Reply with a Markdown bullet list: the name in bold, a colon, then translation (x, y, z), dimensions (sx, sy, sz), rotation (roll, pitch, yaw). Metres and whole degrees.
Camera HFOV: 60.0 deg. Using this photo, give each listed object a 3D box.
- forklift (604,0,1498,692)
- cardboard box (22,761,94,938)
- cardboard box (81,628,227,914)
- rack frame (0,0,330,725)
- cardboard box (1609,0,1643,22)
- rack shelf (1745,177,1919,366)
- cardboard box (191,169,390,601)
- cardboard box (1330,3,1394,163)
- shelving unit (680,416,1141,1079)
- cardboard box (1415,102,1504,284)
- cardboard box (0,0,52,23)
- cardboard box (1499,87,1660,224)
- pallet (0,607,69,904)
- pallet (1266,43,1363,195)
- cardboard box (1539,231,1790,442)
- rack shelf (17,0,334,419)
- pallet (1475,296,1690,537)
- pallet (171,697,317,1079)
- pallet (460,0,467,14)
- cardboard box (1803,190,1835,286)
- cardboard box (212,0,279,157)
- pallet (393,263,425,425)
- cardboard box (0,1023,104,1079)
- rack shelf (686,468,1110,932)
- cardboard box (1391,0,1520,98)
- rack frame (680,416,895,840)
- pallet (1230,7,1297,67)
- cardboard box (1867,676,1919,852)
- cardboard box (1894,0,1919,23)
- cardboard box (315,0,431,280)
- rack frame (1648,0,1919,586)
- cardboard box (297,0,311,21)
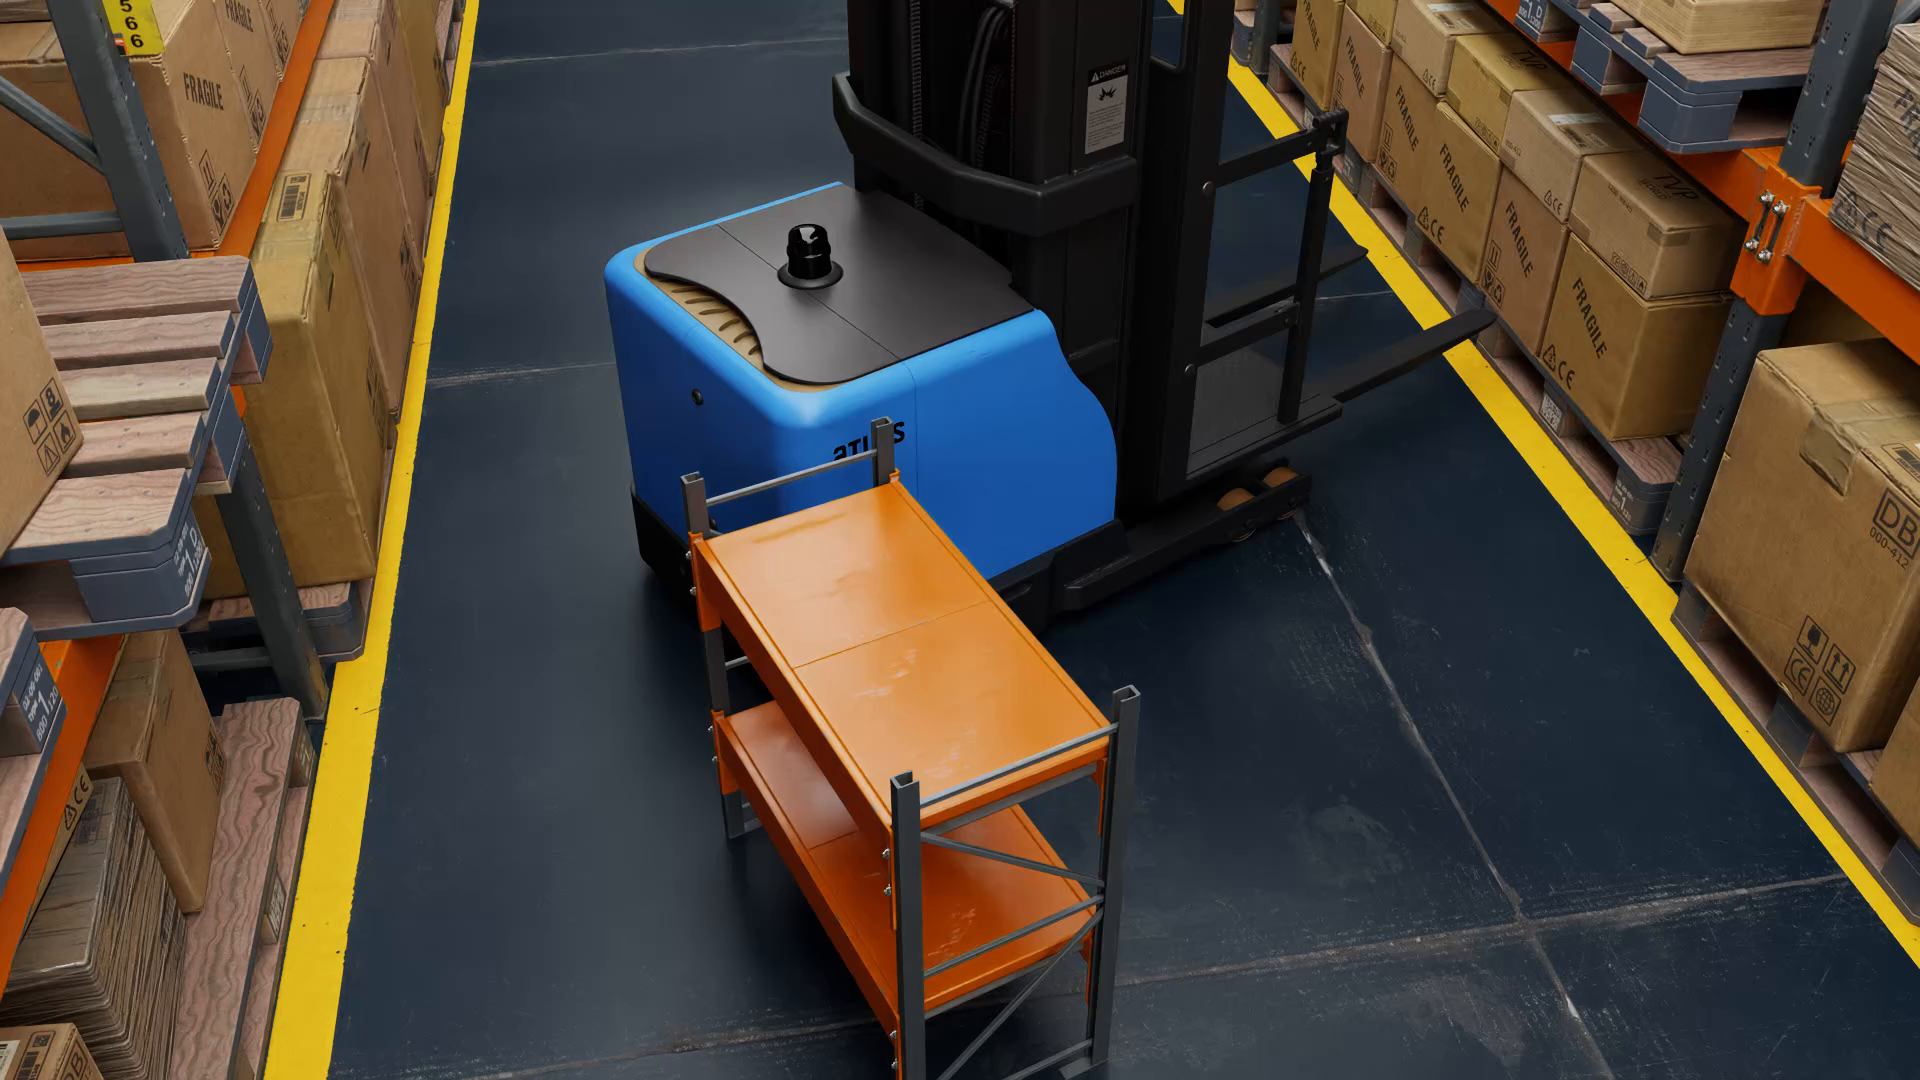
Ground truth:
- **forklift**: translation (0.503, -1.388, 4.648), dimensions (3.031, 2.935, 1.130), rotation (-25, 44, -28)
- **cardboard box**: translation (-2.011, 0.574, 3.134), dimensions (0.500, 0.250, 0.500), rotation (-2, 38, -3)
- **cardboard box**: translation (-2.123, 0.552, 3.773), dimensions (0.700, 0.500, 0.500), rotation (-8, 39, -10)
- **rack frame**: translation (-2.261, -0.664, 3.660), dimensions (1.000, 3.000, 0.127), rotation (-6, 38, -8)
- **cardboard box**: translation (2.059, -1.602, 4.729), dimensions (0.380, 0.149, 0.250), rotation (-6, 38, -8)
- **rack shelf**: translation (2.991, 0.356, 2.933), dimensions (1.077, 0.370, 4.000), rotation (-6, 38, -8)
- **cardboard box**: translation (-2.361, -0.410, 4.722), dimensions (1.225, 0.875, 0.875), rotation (-8, 39, -10)
- **cardboard box**: translation (1.902, -1.937, 6.993), dimensions (0.500, 0.500, 0.500), rotation (-5, 38, -6)
- **shelving unit**: translation (-0.136, 0.518, 3.667), dimensions (0.538, 1.125, 1.048), rotation (-18, 41, -22)
- **cardboard box**: translation (2.071, -1.316, 6.194), dimensions (0.500, 0.500, 0.500), rotation (-8, 39, -10)
- **cardboard box**: translation (-2.373, -1.543, 3.892), dimensions (0.797, 0.503, 0.637), rotation (-5, 38, -6)
- **cardboard box**: translation (2.163, -1.300, 5.562), dimensions (0.500, 0.250, 0.500), rotation (-6, 38, -7)
- **pallet**: translation (-1.873, 0.603, 2.185), dimensions (1.003, 0.211, 1.213), rotation (-6, 38, -8)
- **pallet**: translation (2.077, -1.981, 7.628), dimensions (1.003, 0.211, 1.213), rotation (-6, 38, -8)
- **cardboard box**: translation (2.267, -0.684, 5.381), dimensions (0.500, 0.500, 0.500), rotation (-6, 38, -8)
- **rack shelf**: translation (-2.611, -1.588, 5.435), dimensions (1.077, 0.370, 4.000), rotation (-6, 38, -8)
- **pallet**: translation (2.505, -0.507, 5.731), dimensions (1.003, 0.211, 1.213), rotation (-6, 38, -8)
- **pallet**: translation (-2.125, 0.909, 3.907), dimensions (1.003, 0.211, 1.213), rotation (-6, 38, -8)
- **pallet**: translation (-3.235, -3.185, 9.177), dimensions (1.003, 0.211, 1.213), rotation (-6, 38, -8)
- **cardboard box**: translation (2.758, -1.054, 5.245), dimensions (0.500, 0.250, 0.500), rotation (-8, 39, -10)
- **cardboard box**: translation (-2.171, -1.337, 4.445), dimensions (0.500, 0.500, 0.500), rotation (-7, 38, -9)
- **pallet**: translation (-2.535, -0.782, 6.085), dimensions (1.003, 0.211, 1.213), rotation (-6, 38, -8)
- **cardboard box**: translation (-1.907, 1.227, 2.904), dimensions (0.700, 0.500, 0.500), rotation (-3, 38, -4)
- **rack shelf**: translation (-0.136, 0.286, 3.487), dimensions (0.538, 0.278, 1.000), rotation (-18, 41, -22)
- **cardboard box**: translation (1.989, -1.923, 6.364), dimensions (0.500, 0.250, 0.500), rotation (-5, 38, -6)
- **rack frame**: translation (-0.377, 0.243, 4.020), dimensions (0.500, 1.125, 0.032), rotation (-18, 41, -22)
- **pallet**: translation (1.786, -2.853, 8.750), dimensions (1.003, 0.211, 1.213), rotation (-6, 38, -8)
- **cardboard box**: translation (2.815, 0.491, 3.664), dimensions (1.050, 0.750, 0.750), rotation (-6, 38, -7)
- **cardboard box**: translation (2.760, -1.495, 4.592), dimensions (0.380, 0.149, 0.250), rotation (-7, 38, -9)
- **cardboard box**: translation (-2.673, -1.483, 6.103), dimensions (1.225, 0.875, 0.875), rotation (-7, 38, -10)
- **rack frame**: translation (2.640, -1.136, 4.268), dimensions (1.000, 3.000, 0.127), rotation (-6, 38, -8)
- **cardboard box**: translation (-2.350, -1.949, 5.232), dimensions (0.500, 0.500, 0.500), rotation (-6, 38, -8)
